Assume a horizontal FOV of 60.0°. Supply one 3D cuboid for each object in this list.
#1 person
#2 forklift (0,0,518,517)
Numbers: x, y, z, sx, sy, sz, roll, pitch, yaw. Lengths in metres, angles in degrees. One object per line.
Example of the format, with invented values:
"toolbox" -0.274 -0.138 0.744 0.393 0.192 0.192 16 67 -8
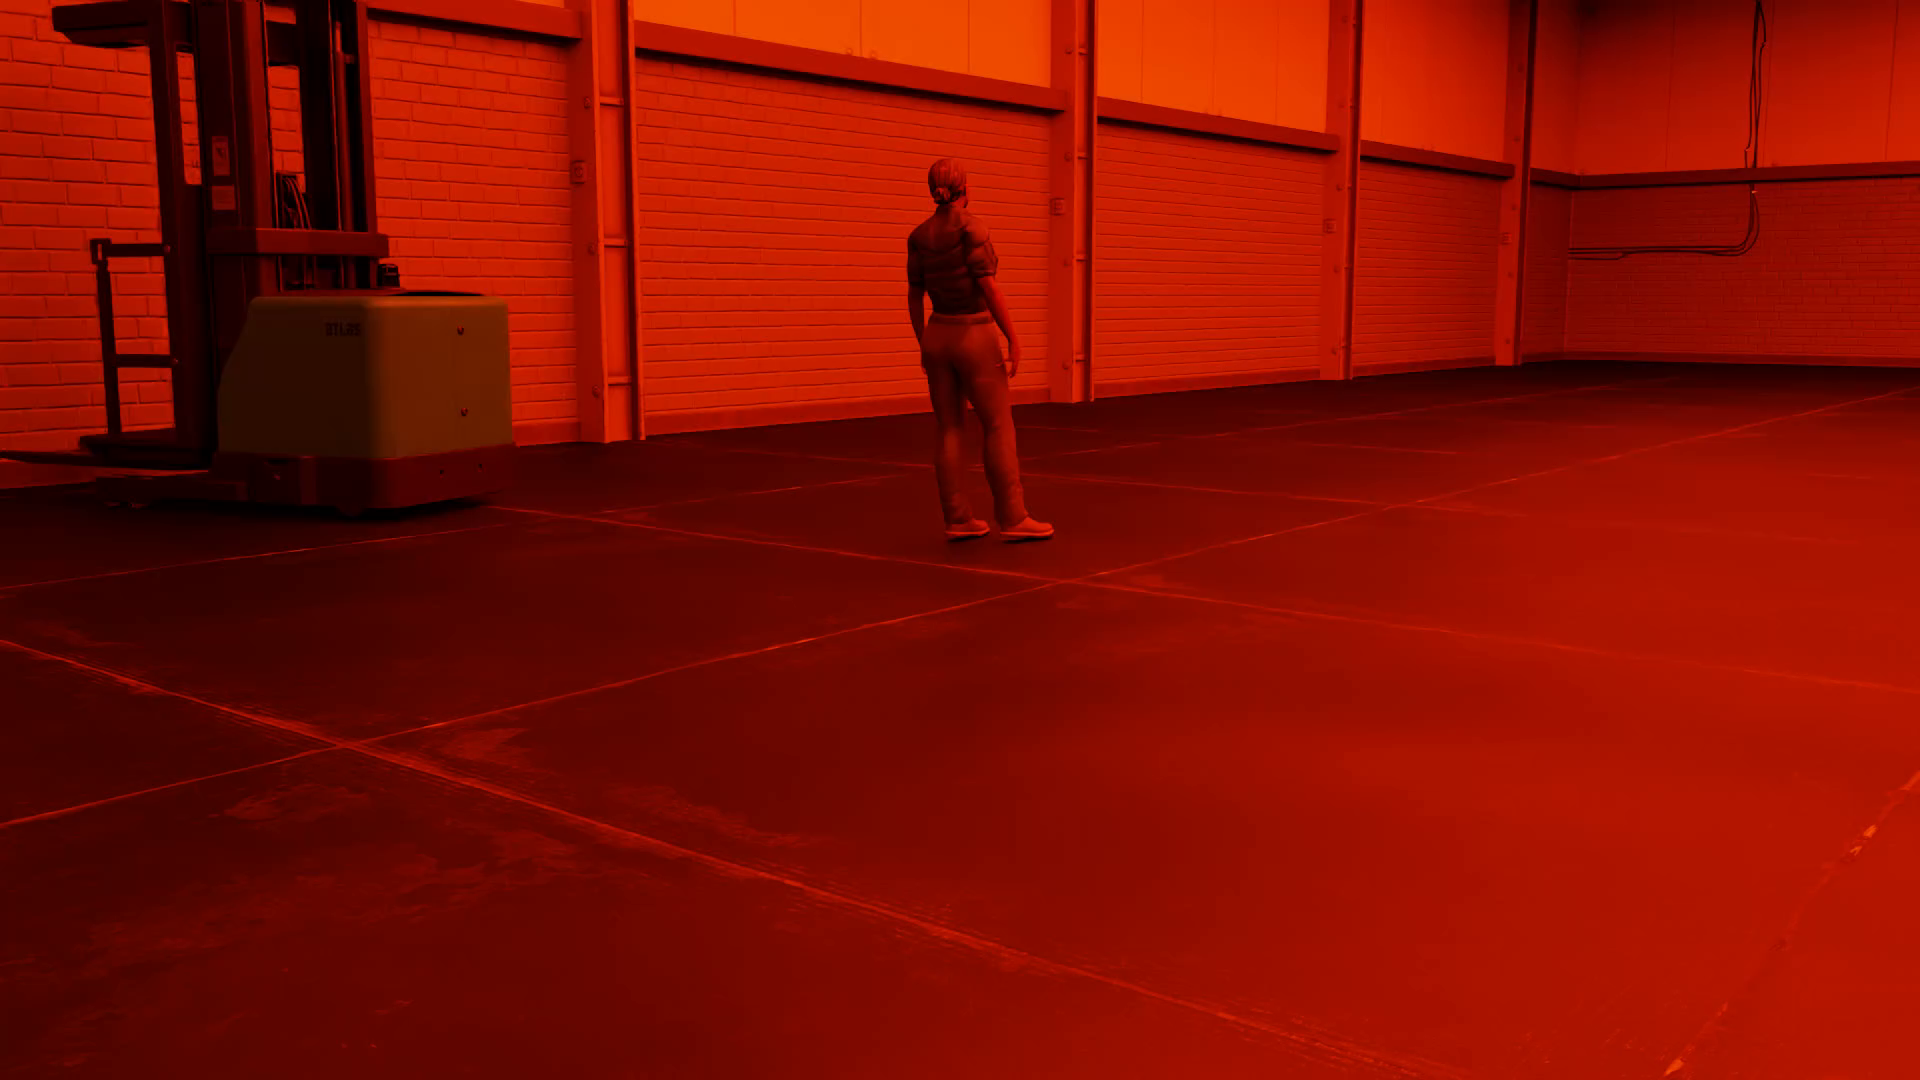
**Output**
"person" 0.070 -0.834 7.340 0.570 1.656 0.503 7 11 38
"forklift" -3.905 -1.676 8.732 3.031 2.935 1.130 3 9 22
